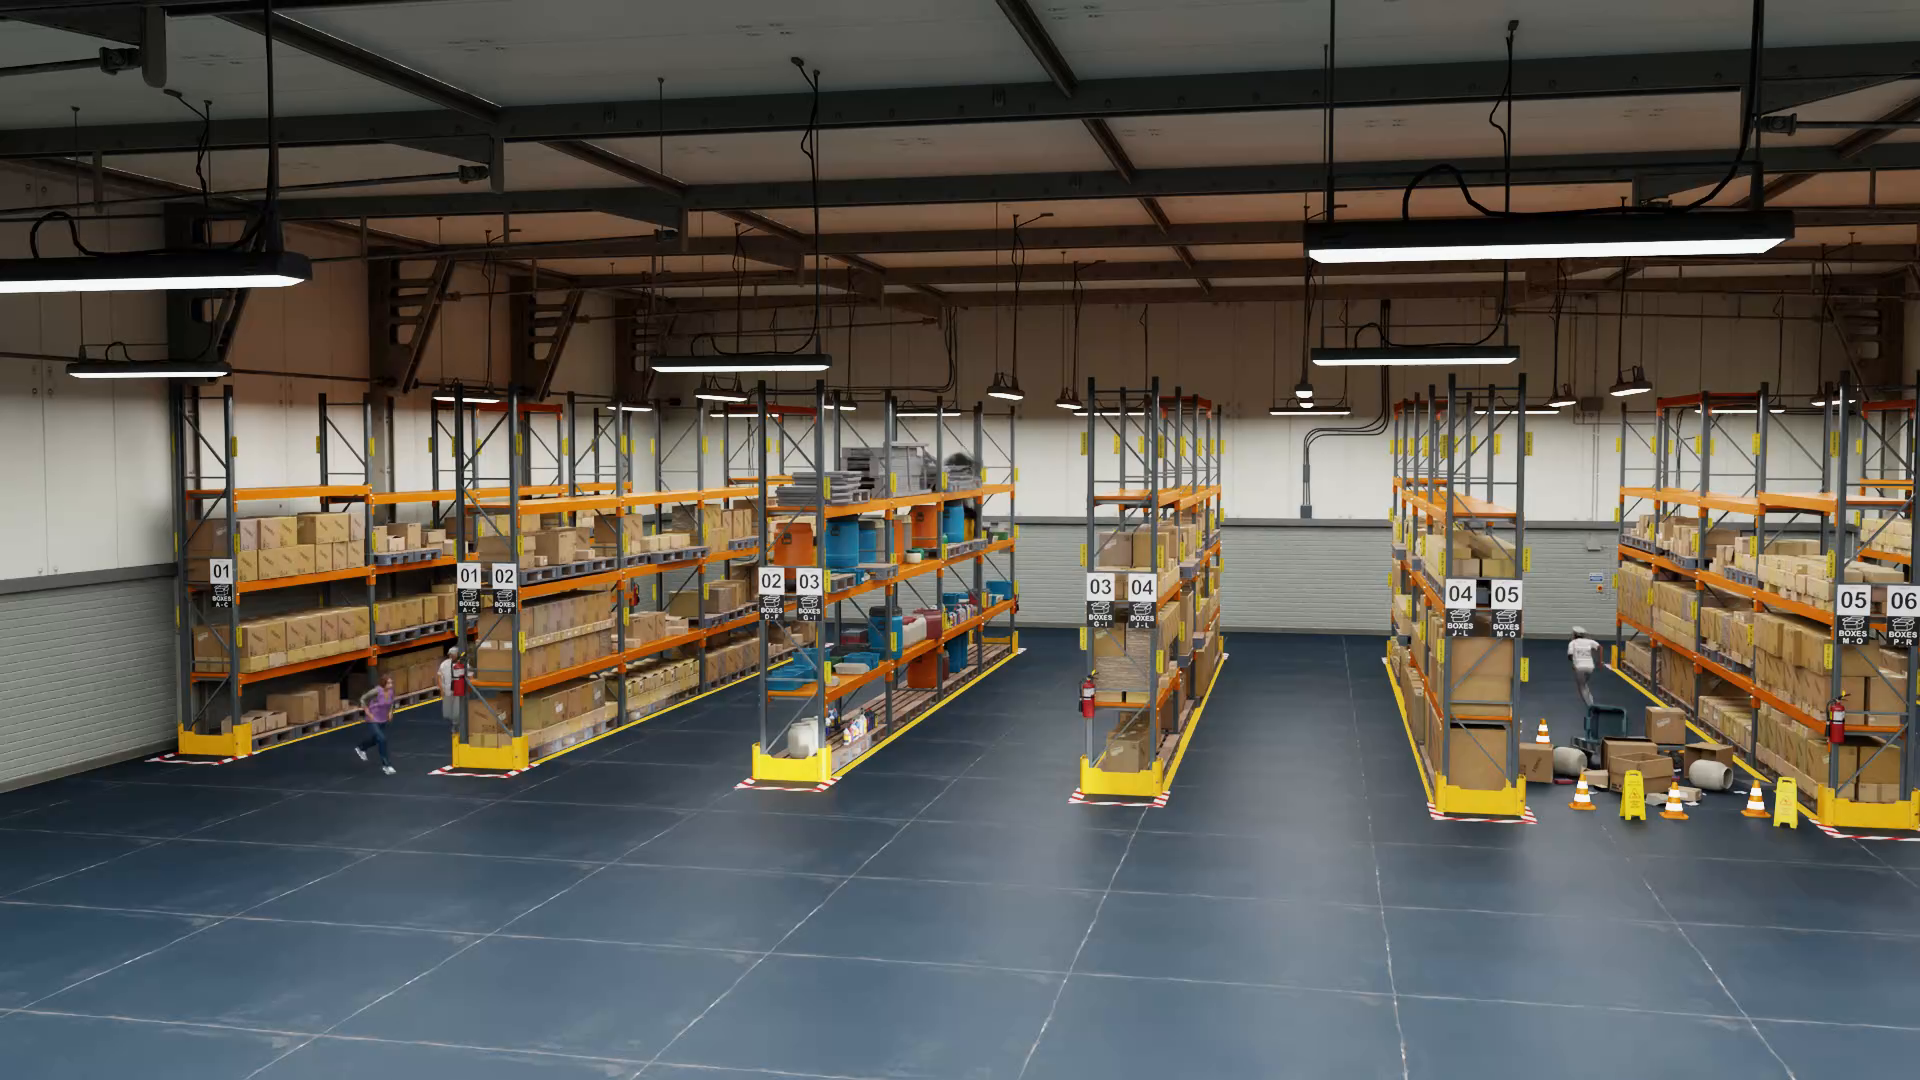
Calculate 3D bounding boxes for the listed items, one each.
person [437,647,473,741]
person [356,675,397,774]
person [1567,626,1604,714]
[{"bbox_3d":[-8.632,2.620,28.461,0.604,1.612,0.578,0,3,4],"label":"person"},{"bbox_3d":[-9.055,2.822,25.645,0.900,1.550,0.563,3,4,38],"label":"person"},{"bbox_3d":[11.726,2.440,31.279,0.578,1.609,0.784,-1,3,-10],"label":"person"}]
